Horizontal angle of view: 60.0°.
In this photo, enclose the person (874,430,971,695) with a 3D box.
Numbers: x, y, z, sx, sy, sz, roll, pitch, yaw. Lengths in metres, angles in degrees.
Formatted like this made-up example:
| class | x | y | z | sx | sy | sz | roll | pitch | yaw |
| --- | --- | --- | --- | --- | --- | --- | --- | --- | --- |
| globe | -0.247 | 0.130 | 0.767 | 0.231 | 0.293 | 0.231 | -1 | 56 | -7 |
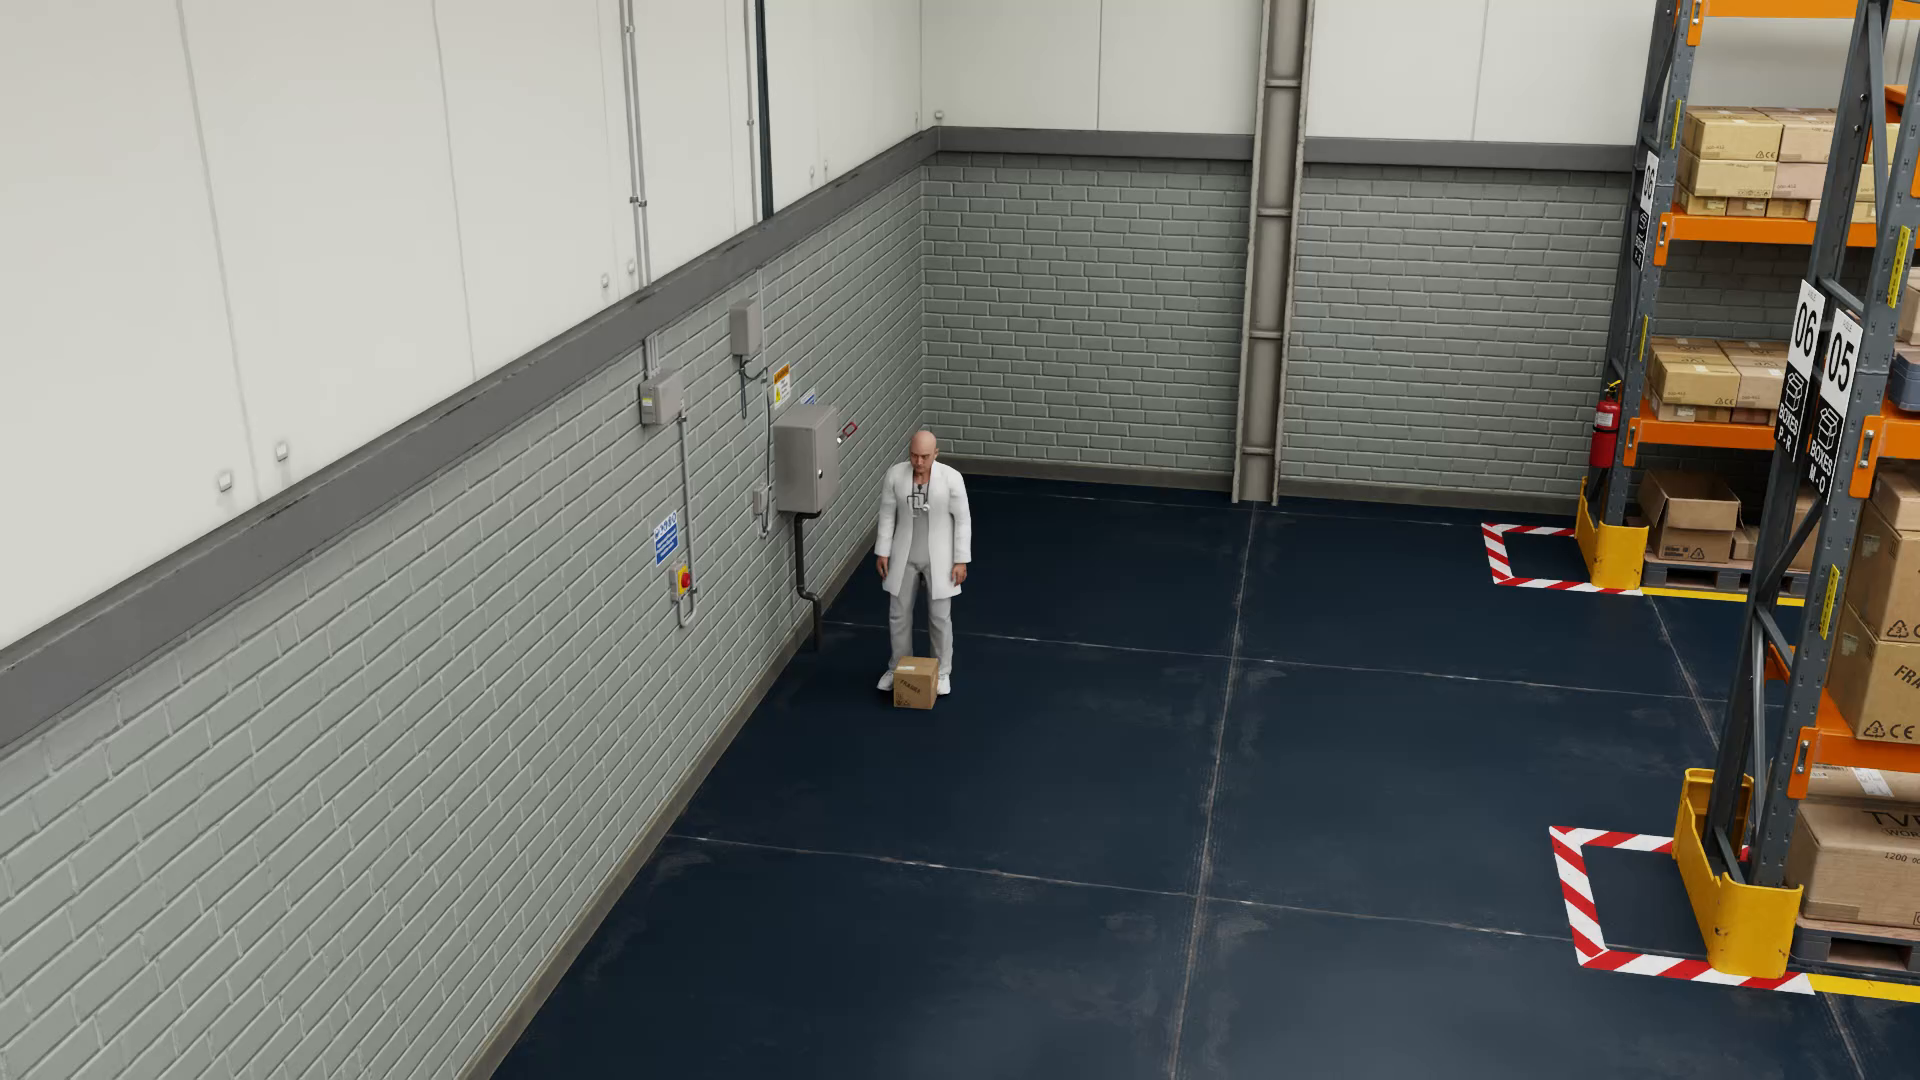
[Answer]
| class | x | y | z | sx | sy | sz | roll | pitch | yaw |
| --- | --- | --- | --- | --- | --- | --- | --- | --- | --- |
| person | -0.243 | 0.128 | 10.775 | 0.644 | 1.774 | 0.427 | 4 | 22 | 11 |
